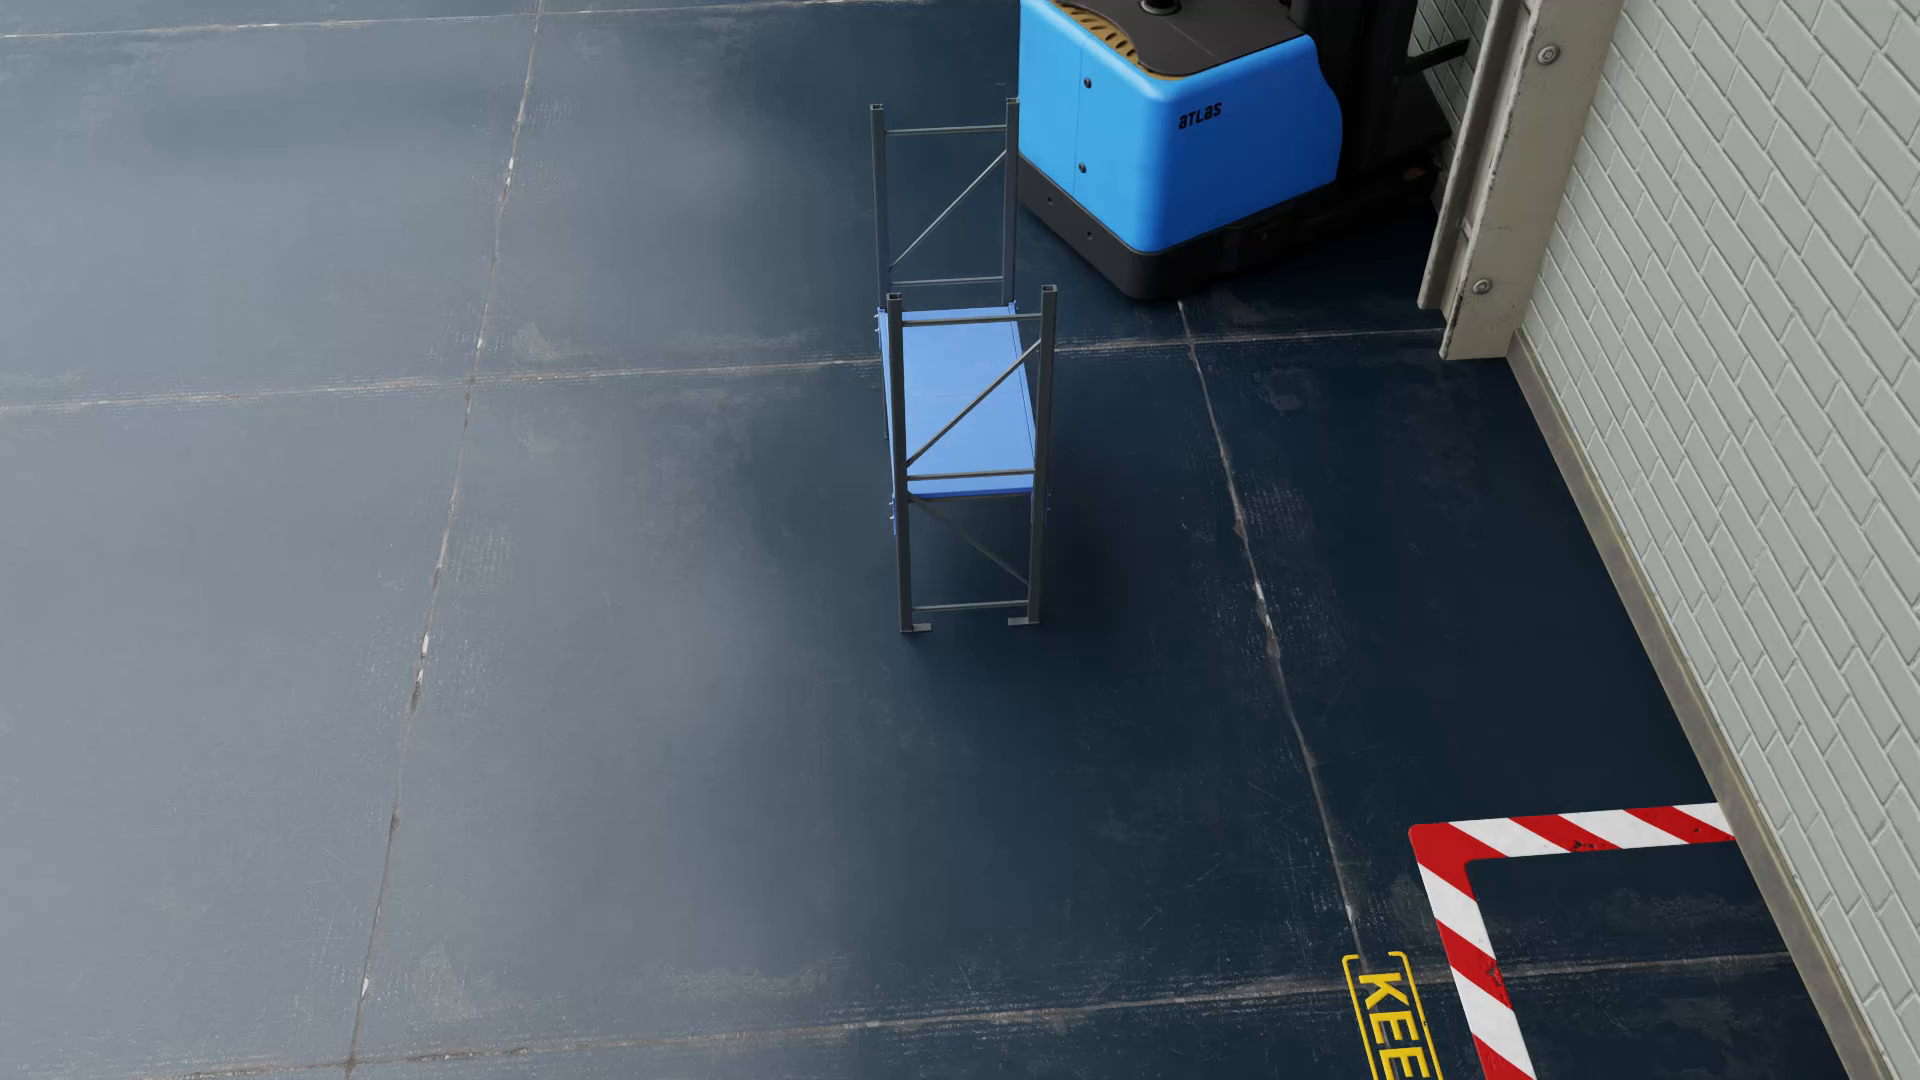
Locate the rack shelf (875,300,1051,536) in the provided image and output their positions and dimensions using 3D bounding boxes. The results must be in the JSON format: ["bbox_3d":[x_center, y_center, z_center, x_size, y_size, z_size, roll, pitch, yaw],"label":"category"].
[{"bbox_3d":[-0.007,-0.454,5.895,0.538,0.185,1.000,-3,47,-3],"label":"rack shelf"}]

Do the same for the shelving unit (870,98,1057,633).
[{"bbox_3d":[-0.007,-0.577,5.764,0.538,1.500,1.048,-3,47,-3],"label":"shelving unit"}]

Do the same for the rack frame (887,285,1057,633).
[{"bbox_3d":[0.035,-0.210,5.416,0.500,1.500,0.032,-3,47,-3],"label":"rack frame"}]

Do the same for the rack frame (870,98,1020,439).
[{"bbox_3d":[-0.050,-0.945,6.112,0.500,1.500,0.032,-3,47,-3],"label":"rack frame"}]

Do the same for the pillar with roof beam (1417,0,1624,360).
[{"bbox_3d":[-2.133,-3.739,3.593,9.100,9.000,0.400,-3,47,-3],"label":"pillar with roof beam"}]

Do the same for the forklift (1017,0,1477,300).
[{"bbox_3d":[1.760,-2.867,6.946,3.031,2.935,1.130,-25,51,-22],"label":"forklift"}]
